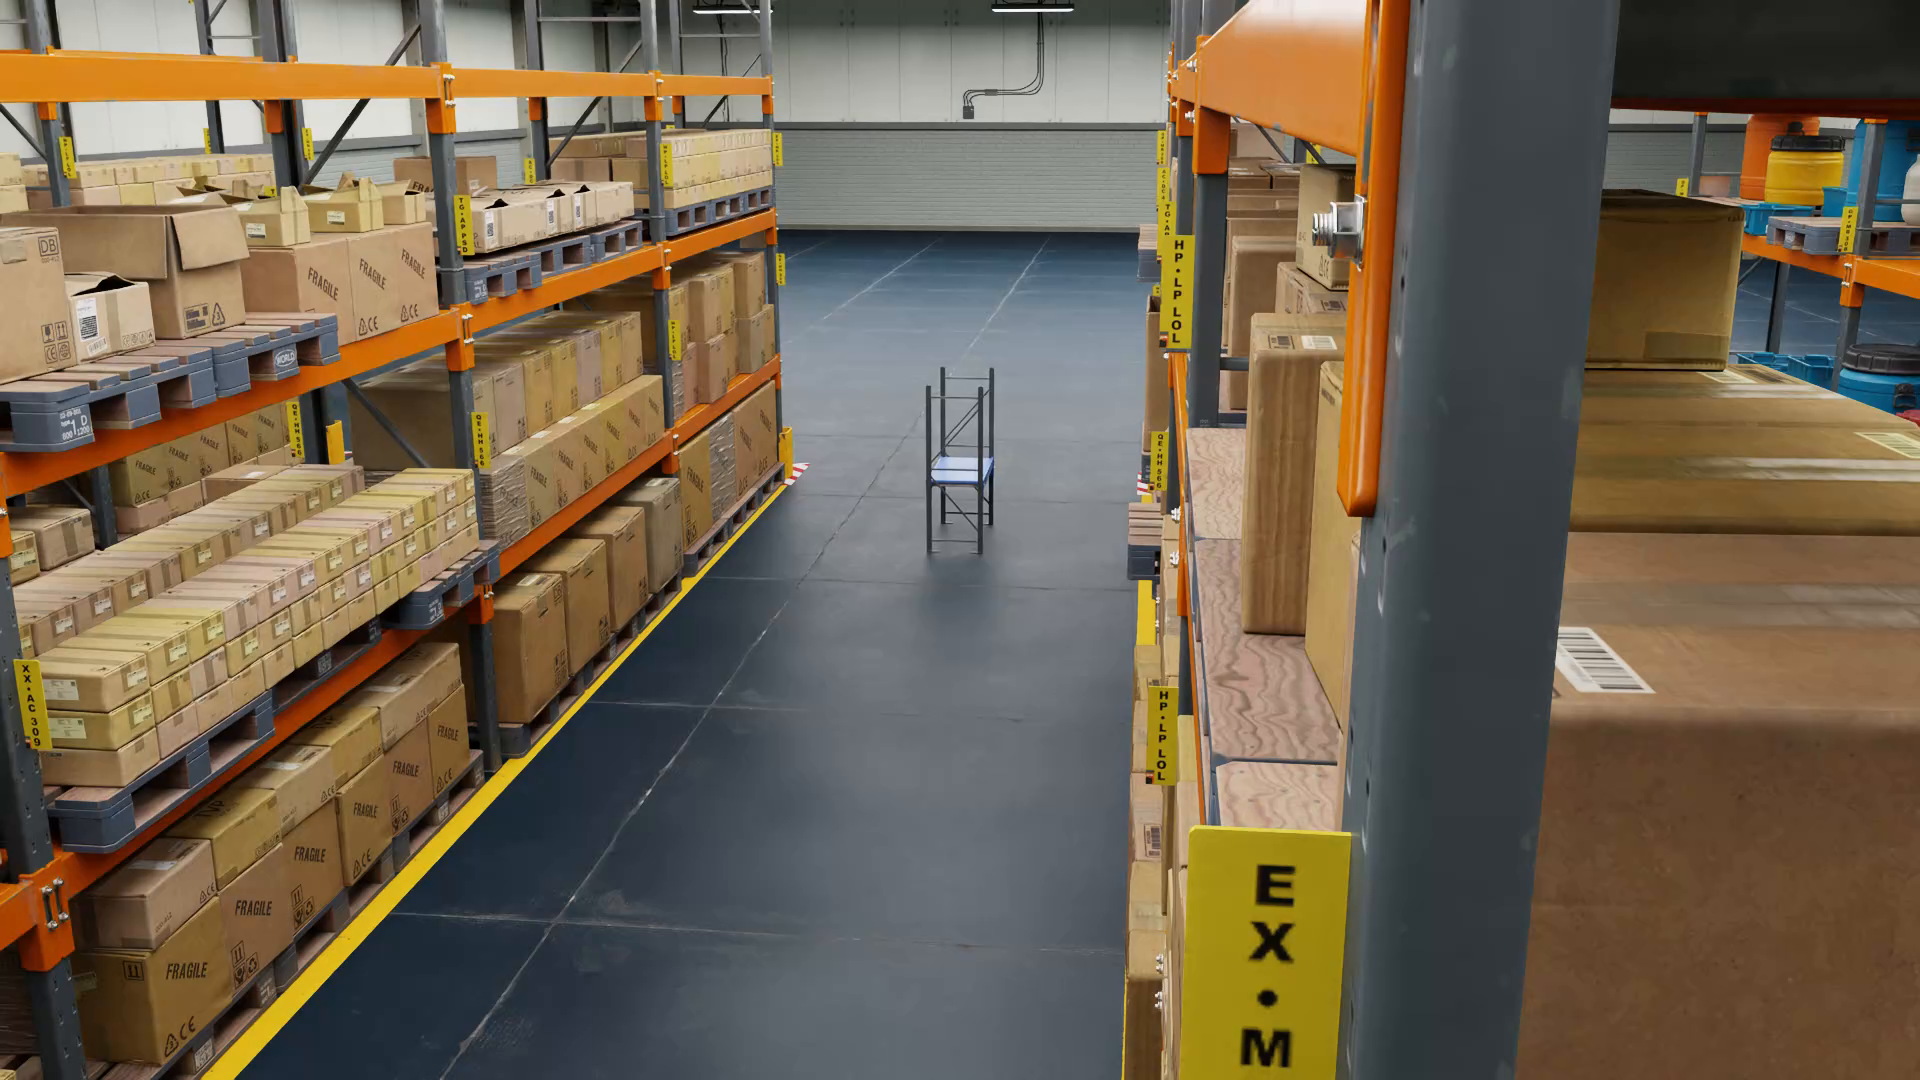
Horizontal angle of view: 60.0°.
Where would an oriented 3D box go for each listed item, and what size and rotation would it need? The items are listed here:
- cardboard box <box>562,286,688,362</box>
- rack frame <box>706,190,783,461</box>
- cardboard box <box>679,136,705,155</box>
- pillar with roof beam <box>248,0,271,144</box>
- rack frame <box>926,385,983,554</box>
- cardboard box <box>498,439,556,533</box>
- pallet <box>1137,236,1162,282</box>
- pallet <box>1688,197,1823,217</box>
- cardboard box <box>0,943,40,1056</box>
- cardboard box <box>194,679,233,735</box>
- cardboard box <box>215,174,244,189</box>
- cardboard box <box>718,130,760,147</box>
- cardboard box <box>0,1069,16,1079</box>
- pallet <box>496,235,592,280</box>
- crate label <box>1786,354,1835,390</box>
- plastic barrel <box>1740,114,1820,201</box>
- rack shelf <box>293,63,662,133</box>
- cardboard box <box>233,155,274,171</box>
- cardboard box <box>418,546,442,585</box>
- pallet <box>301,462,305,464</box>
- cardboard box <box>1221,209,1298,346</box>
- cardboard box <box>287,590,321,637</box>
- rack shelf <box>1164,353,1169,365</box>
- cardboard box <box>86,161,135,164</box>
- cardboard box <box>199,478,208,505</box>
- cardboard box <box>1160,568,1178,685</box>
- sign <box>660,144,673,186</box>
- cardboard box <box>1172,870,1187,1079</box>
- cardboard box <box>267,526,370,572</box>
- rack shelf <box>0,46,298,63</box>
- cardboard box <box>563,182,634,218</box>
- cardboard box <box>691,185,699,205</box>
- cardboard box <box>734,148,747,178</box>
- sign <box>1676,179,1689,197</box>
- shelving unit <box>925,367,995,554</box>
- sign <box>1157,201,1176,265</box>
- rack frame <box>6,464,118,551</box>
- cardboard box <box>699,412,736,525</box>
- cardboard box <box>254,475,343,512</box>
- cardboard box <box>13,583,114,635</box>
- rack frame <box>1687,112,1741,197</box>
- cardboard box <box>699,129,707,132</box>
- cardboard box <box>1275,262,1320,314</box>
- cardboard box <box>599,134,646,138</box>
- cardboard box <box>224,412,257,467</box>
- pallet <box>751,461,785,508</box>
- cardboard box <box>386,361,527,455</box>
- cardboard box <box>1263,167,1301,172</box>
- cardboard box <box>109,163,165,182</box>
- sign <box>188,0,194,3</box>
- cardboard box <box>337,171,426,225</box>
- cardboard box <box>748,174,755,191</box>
[{"bbox_3d":[-2.766,-1.790,13.769,0.875,0.550,0.550,2,15,6],"label":"cardboard box"},{"bbox_3d":[-2.390,-2.140,17.416,1.000,3.000,0.127,2,15,6],"label":"rack frame"},{"bbox_3d":[-2.378,-3.347,14.092,0.380,0.149,0.250,1,15,5],"label":"cardboard box"},{"bbox_3d":[-7.595,-8.132,28.084,9.100,9.000,0.400,2,15,6],"label":"pillar with roof beam"},{"bbox_3d":[-0.048,-0.614,14.648,0.500,1.500,0.032,2,15,6],"label":"rack frame"},{"bbox_3d":[-2.920,-0.353,10.619,0.500,0.500,0.500,2,15,6],"label":"cardboard box"},{"bbox_3d":[1.786,-1.861,10.999,1.213,0.211,1.003,2,15,6],"label":"pallet"},{"bbox_3d":[7.257,-2.966,15.089,1.003,0.211,1.213,2,15,6],"label":"pallet"},{"bbox_3d":[-3.911,1.777,6.915,0.500,0.500,0.500,1,15,5],"label":"cardboard box"},{"bbox_3d":[-3.185,0.666,6.717,0.380,0.149,0.250,2,15,7],"label":"cardboard box"},{"bbox_3d":[-7.222,-3.373,15.947,0.500,0.250,0.500,2,15,8],"label":"cardboard box"},{"bbox_3d":[-2.150,-3.874,16.040,0.380,0.149,0.250,2,15,7],"label":"cardboard box"},{"bbox_3d":[-3.526,1.959,5.776,0.380,0.149,0.250,2,15,8],"label":"cardboard box"},{"bbox_3d":[-3.150,-1.880,11.072,1.003,0.211,1.213,2,15,9],"label":"pallet"},{"bbox_3d":[7.509,-1.353,14.440,0.502,0.435,0.616,2,15,6],"label":"crate label"},{"bbox_3d":[7.519,-3.550,15.257,0.600,0.830,0.708,2,15,6],"label":"plastic barrel"},{"bbox_3d":[-3.067,-2.939,11.024,1.077,0.370,4.000,2,15,6],"label":"rack shelf"},{"bbox_3d":[-7.132,-3.809,16.796,0.380,0.149,0.250,2,15,7],"label":"cardboard box"},{"bbox_3d":[-2.950,0.126,8.713,0.380,0.149,0.250,2,15,7],"label":"cardboard box"},{"bbox_3d":[-7.456,-0.684,17.374,1.003,0.211,1.213,2,15,6],"label":"pallet"},{"bbox_3d":[1.415,-1.062,6.684,0.797,0.503,0.637,1,15,5],"label":"cardboard box"},{"bbox_3d":[-3.100,0.319,7.432,0.380,0.149,0.250,1,15,5],"label":"cardboard box"},{"bbox_3d":[1.850,-1.512,10.726,1.077,0.370,4.000,2,15,6],"label":"rack shelf"},{"bbox_3d":[-7.873,-3.427,15.384,0.380,0.149,0.250,2,15,7],"label":"cardboard box"},{"bbox_3d":[-7.330,-0.519,15.884,0.500,0.250,0.500,1,15,6],"label":"cardboard box"},{"bbox_3d":[1.188,0.444,7.669,0.500,0.500,0.500,1,15,5],"label":"cardboard box"},{"bbox_3d":[-2.301,-2.938,13.029,0.100,0.325,0.005,2,15,6],"label":"sign"},{"bbox_3d":[0.747,1.091,3.749,0.500,0.500,0.500,1,15,4],"label":"cardboard box"},{"bbox_3d":[-3.041,0.043,7.883,0.380,0.149,0.250,2,15,9],"label":"cardboard box"},{"bbox_3d":[-7.546,-4.288,15.251,1.077,0.370,4.000,2,15,6],"label":"rack shelf"},{"bbox_3d":[-2.762,-2.541,12.444,0.500,0.250,0.500,2,15,7],"label":"cardboard box"},{"bbox_3d":[-2.406,-2.896,13.952,0.380,0.149,0.250,2,15,6],"label":"cardboard box"},{"bbox_3d":[-2.283,-3.515,15.476,0.500,0.250,0.500,2,15,6],"label":"cardboard box"},{"bbox_3d":[6.902,-3.291,15.911,0.100,0.325,0.005,2,15,6],"label":"sign"},{"bbox_3d":[0.010,-0.746,15.136,0.538,1.500,1.048,2,15,6],"label":"shelving unit"},{"bbox_3d":[1.085,-1.606,8.707,0.100,0.325,0.005,2,15,6],"label":"sign"},{"bbox_3d":[-7.772,-1.222,14.021,1.000,3.000,0.127,2,15,6],"label":"rack frame"},{"bbox_3d":[-2.603,-0.674,15.262,0.875,0.875,0.875,2,15,7],"label":"cardboard box"},{"bbox_3d":[-3.565,-0.249,8.963,0.380,0.149,0.250,1,15,5],"label":"cardboard box"},{"bbox_3d":[-3.803,0.290,6.970,0.380,0.149,0.250,2,15,6],"label":"cardboard box"},{"bbox_3d":[7.448,-4.717,15.456,1.000,3.000,0.127,2,15,6],"label":"rack frame"},{"bbox_3d":[-2.744,-4.025,16.600,0.380,0.149,0.250,2,15,7],"label":"cardboard box"},{"bbox_3d":[1.144,-0.397,4.039,0.700,0.500,0.500,1,15,3],"label":"cardboard box"},{"bbox_3d":[-2.974,-3.496,14.644,0.380,0.149,0.250,2,15,6],"label":"cardboard box"},{"bbox_3d":[-7.271,-1.015,16.283,0.500,0.500,0.500,1,15,5],"label":"cardboard box"},{"bbox_3d":[-2.403,-0.584,17.004,1.003,0.211,1.213,2,15,6],"label":"pallet"},{"bbox_3d":[-3.177,-0.843,10.514,0.700,0.500,0.500,1,15,5],"label":"cardboard box"},{"bbox_3d":[1.993,-1.876,9.544,0.500,0.500,0.500,2,15,7],"label":"cardboard box"},{"bbox_3d":[-7.339,-3.275,14.823,0.380,0.149,0.250,1,15,4],"label":"cardboard box"},{"bbox_3d":[-7.859,-5.660,17.002,0.100,0.325,0.005,2,15,6],"label":"sign"},{"bbox_3d":[-3.081,-1.818,8.822,0.396,0.266,0.258,2,15,6],"label":"cardboard box"},{"bbox_3d":[-2.178,-3.424,15.903,0.380,0.149,0.250,2,15,7],"label":"cardboard box"}]
